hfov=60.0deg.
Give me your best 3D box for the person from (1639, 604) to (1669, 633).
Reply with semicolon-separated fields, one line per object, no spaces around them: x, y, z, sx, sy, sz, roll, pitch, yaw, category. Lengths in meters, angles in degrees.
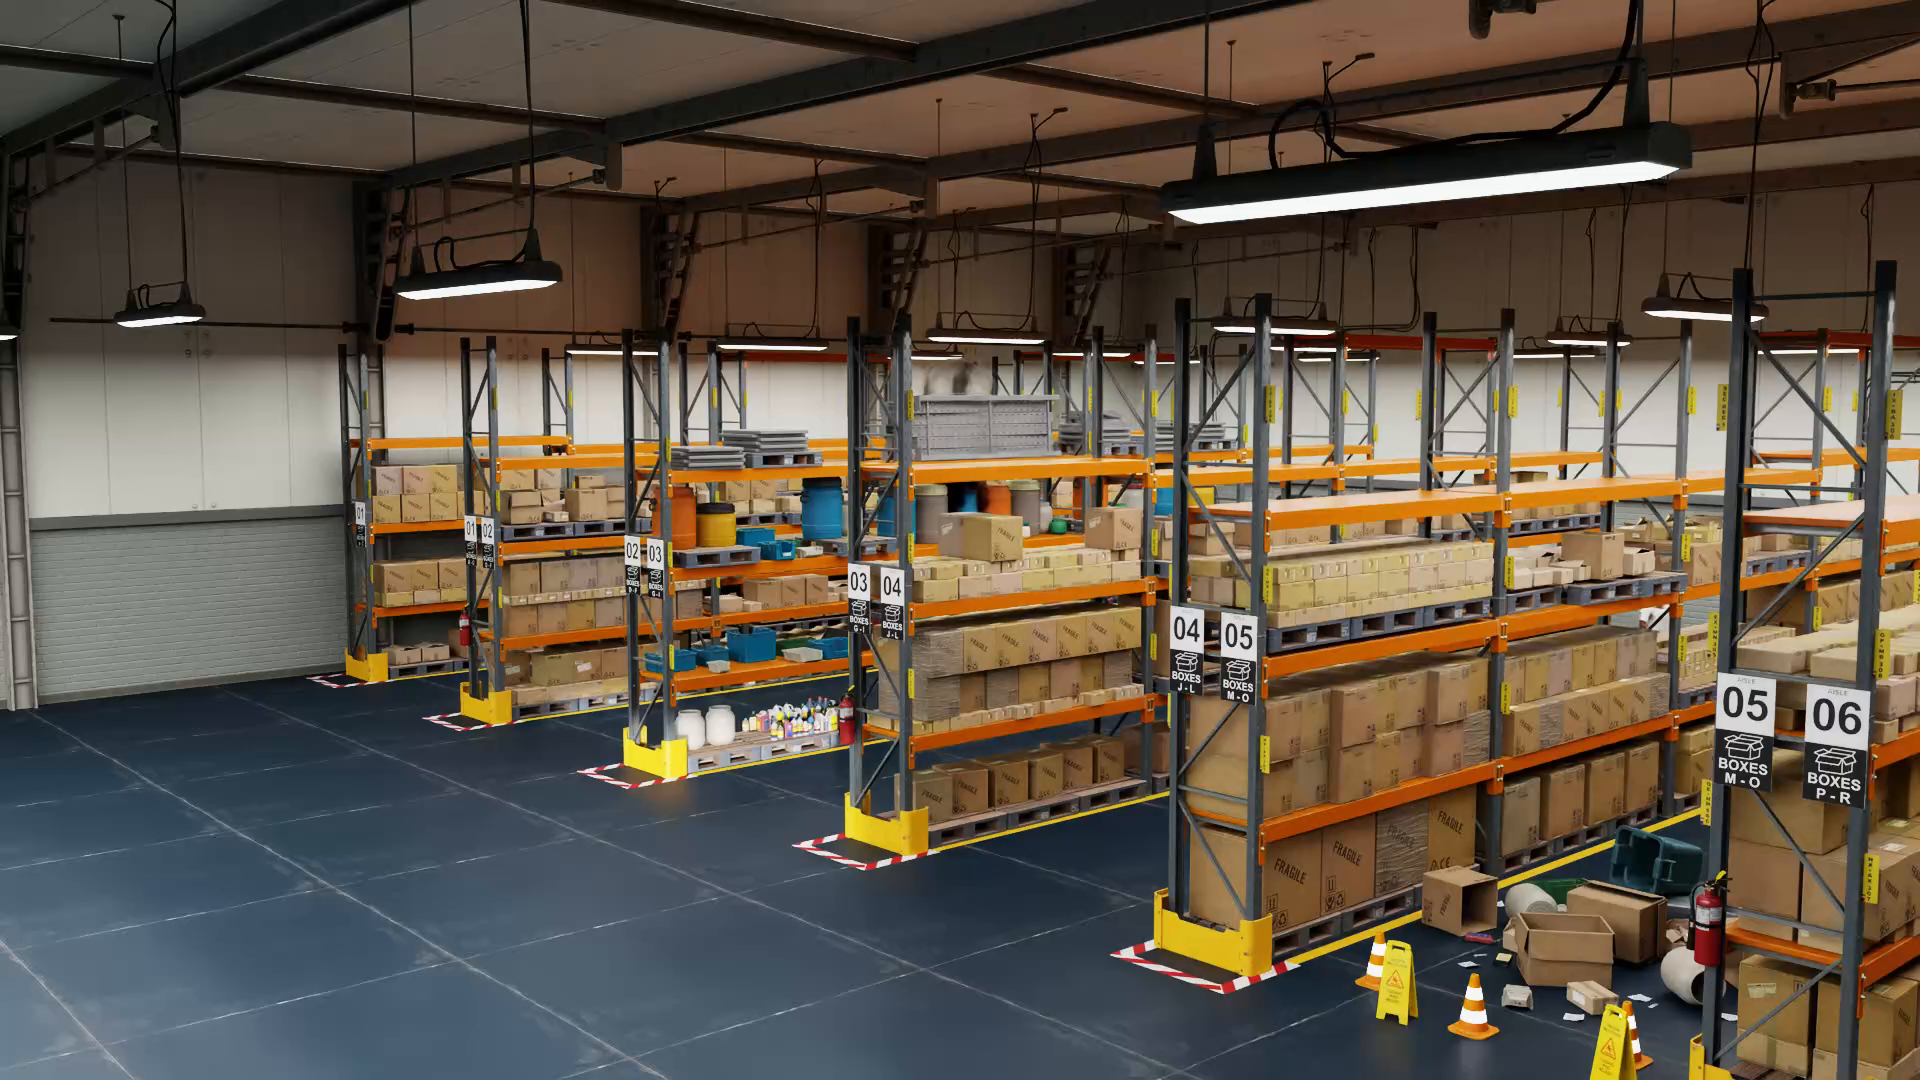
12.219;1.725;28.962;0.746;1.773;0.592;-1;5;-8;person
